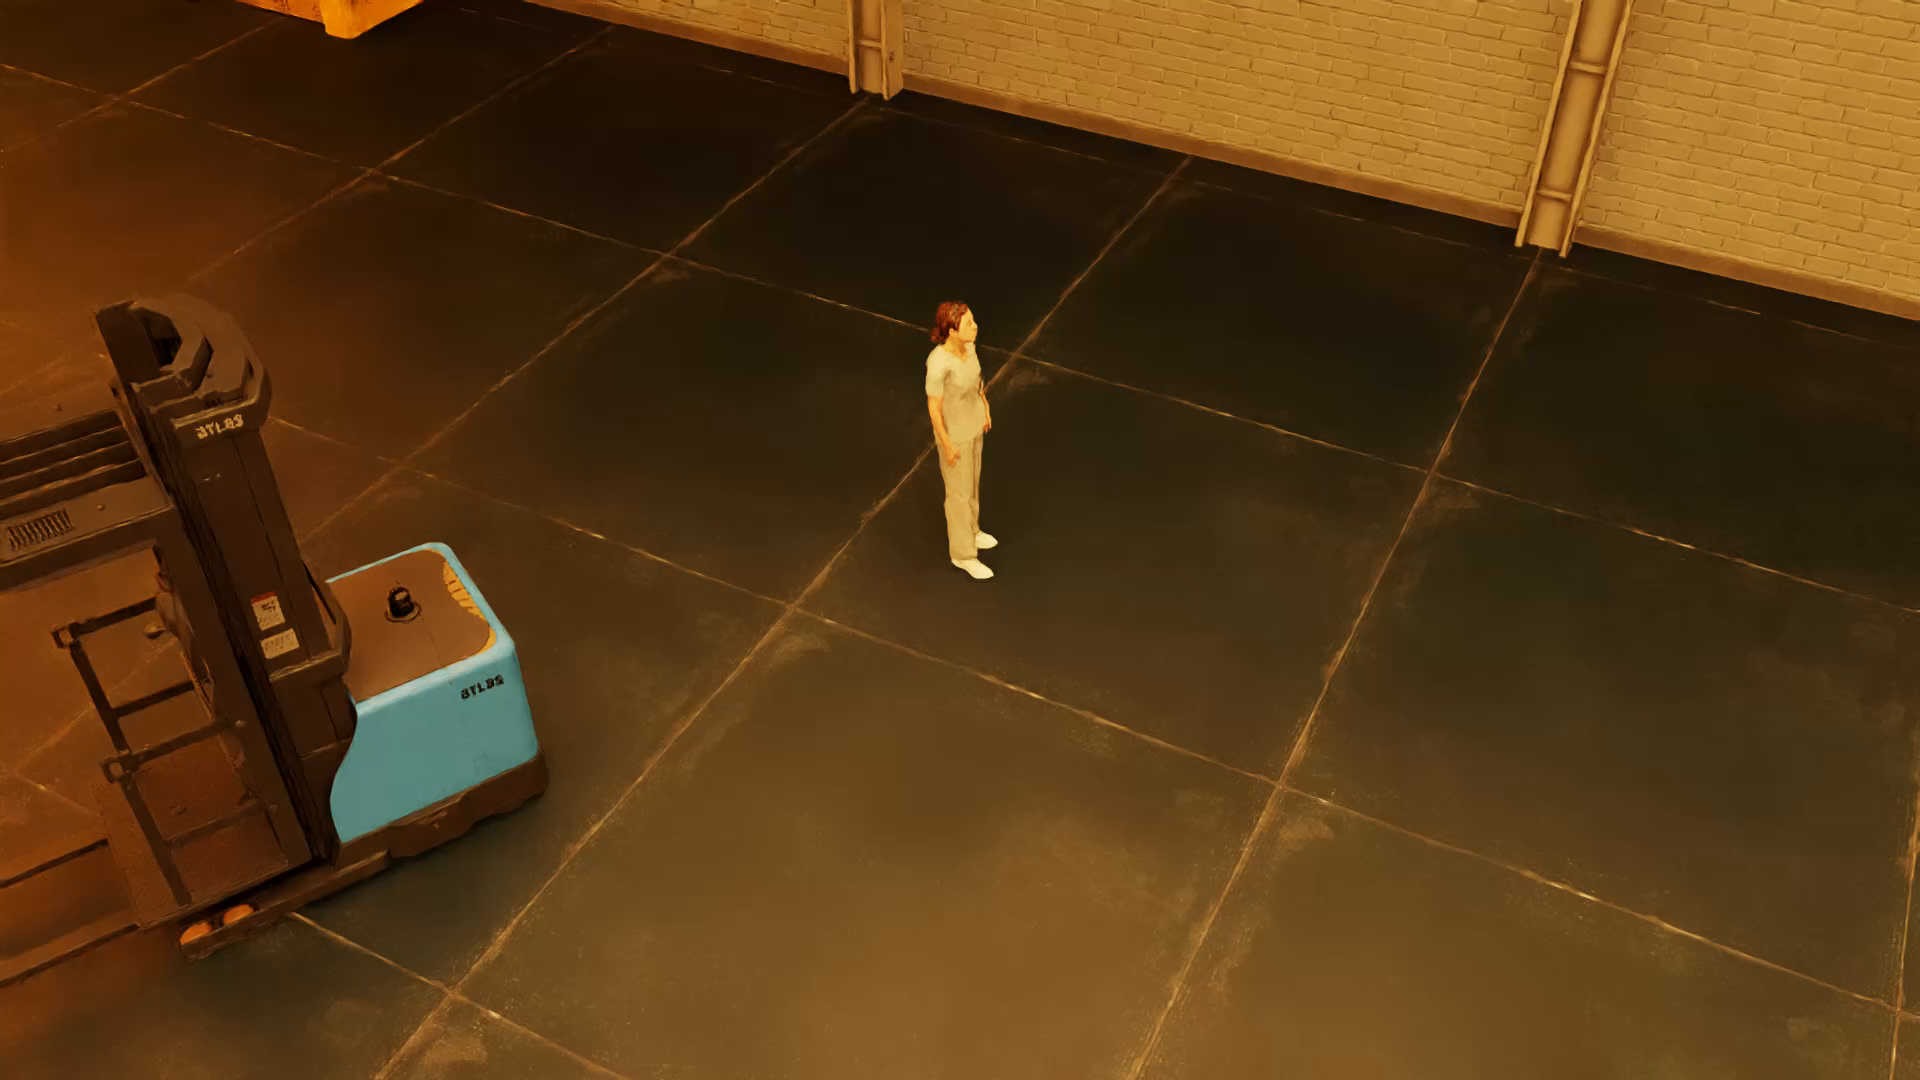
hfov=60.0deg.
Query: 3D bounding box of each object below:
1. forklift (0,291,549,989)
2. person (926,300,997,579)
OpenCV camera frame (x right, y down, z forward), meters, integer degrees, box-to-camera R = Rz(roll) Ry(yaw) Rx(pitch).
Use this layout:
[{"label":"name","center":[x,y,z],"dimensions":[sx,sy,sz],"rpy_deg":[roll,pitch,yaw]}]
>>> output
[{"label":"forklift","center":[-3.649,0.474,7.424],"dimensions":[3.031,2.935,1.130],"rpy_deg":[-23,45,-25]},{"label":"person","center":[0.059,-0.617,9.682],"dimensions":[0.548,1.674,0.550],"rpy_deg":[18,43,21]}]
